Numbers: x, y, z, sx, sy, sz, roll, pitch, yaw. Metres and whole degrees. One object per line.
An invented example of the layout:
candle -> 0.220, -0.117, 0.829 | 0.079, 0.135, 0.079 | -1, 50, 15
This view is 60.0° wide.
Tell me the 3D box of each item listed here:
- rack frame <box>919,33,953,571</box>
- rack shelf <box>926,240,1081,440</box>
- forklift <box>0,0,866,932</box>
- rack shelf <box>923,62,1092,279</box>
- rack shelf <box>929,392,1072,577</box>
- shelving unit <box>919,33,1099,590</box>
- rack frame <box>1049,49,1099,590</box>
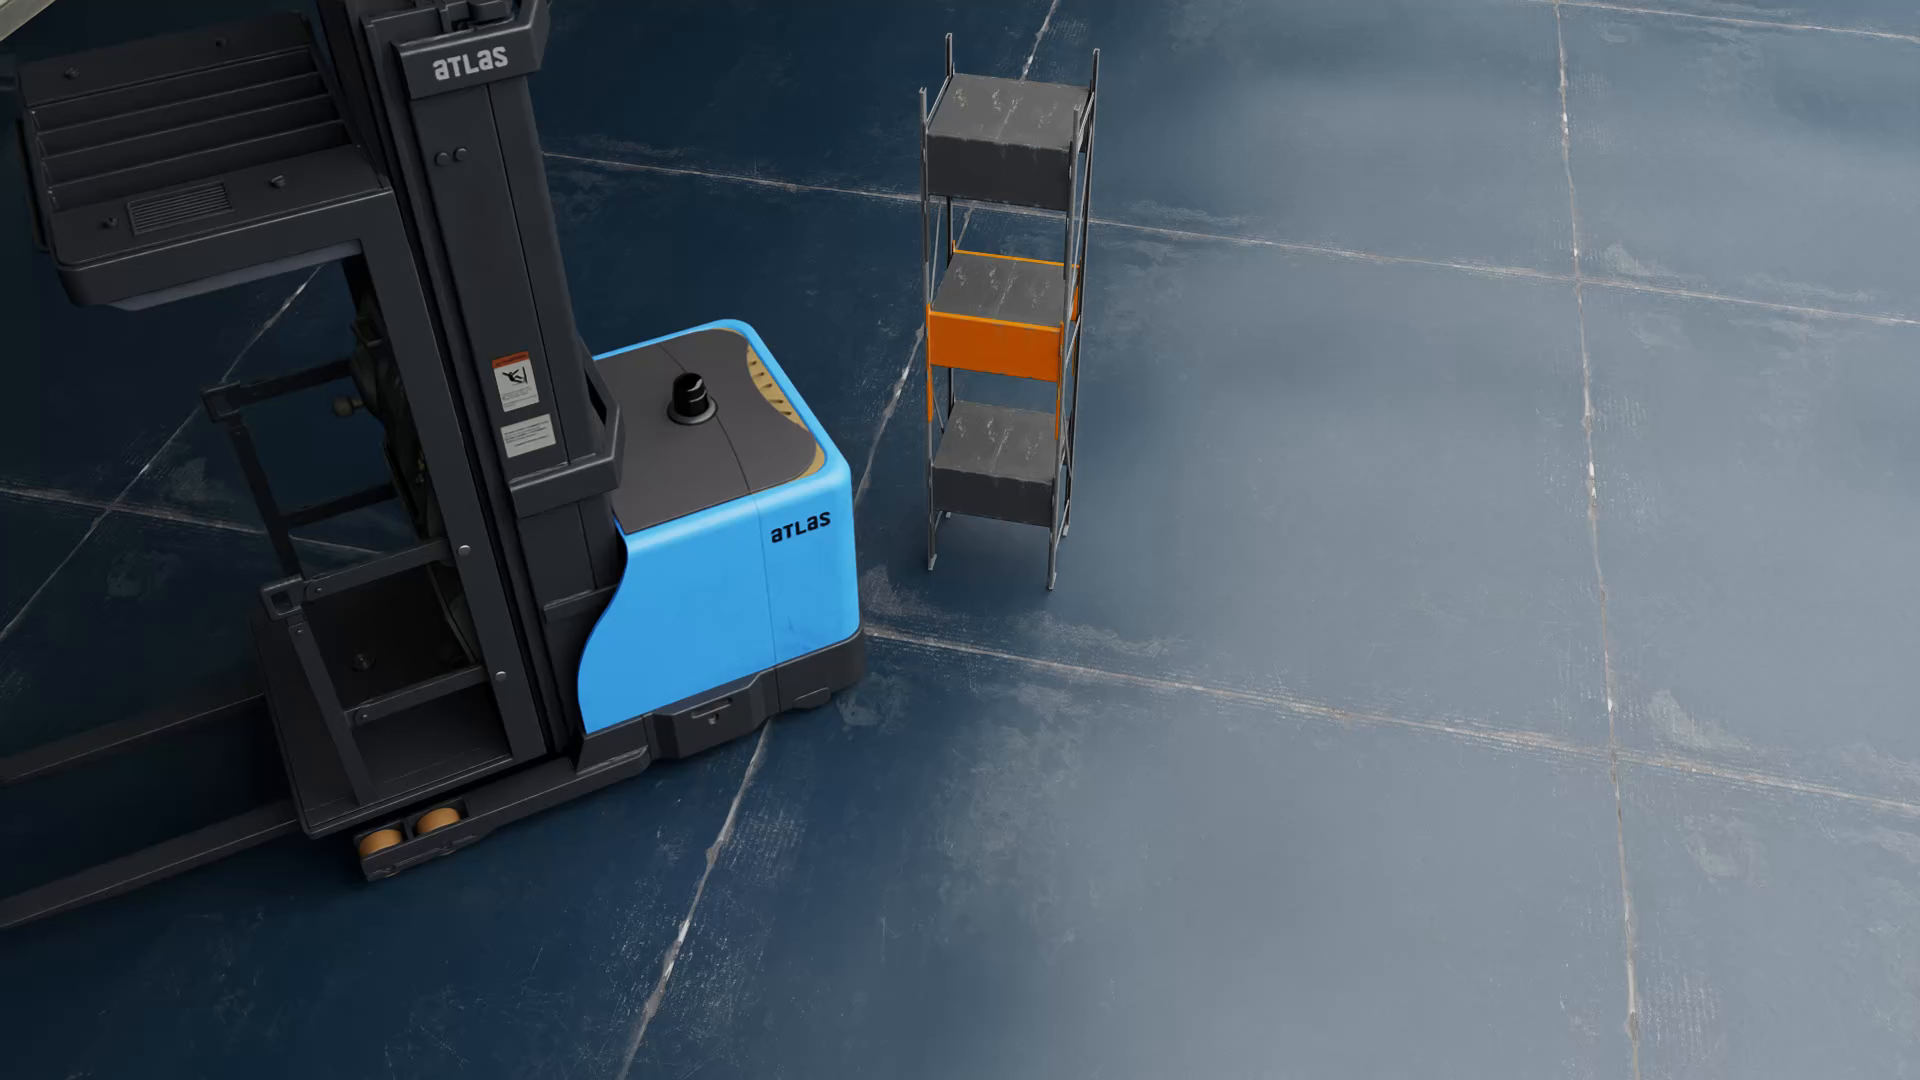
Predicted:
rack frame -> -0.077, -0.768, 6.034 | 0.015, 2.100, 0.400 | 9, 45, 9
rack shelf -> 0.162, -0.722, 6.005 | 0.480, 0.518, 0.431 | 9, 45, 9
forklift -> -1.898, -0.347, 4.997 | 3.031, 2.935, 1.130 | -20, 47, -19
rack shelf -> 0.162, -1.226, 5.520 | 0.480, 0.518, 0.431 | 9, 45, 9
rack shelf -> 0.162, -0.217, 6.491 | 0.480, 0.518, 0.431 | 9, 45, 9
shelving unit -> 0.162, -0.731, 5.996 | 0.503, 2.100, 0.431 | 9, 45, 9
rack frame -> 0.400, -0.694, 5.957 | 0.015, 2.100, 0.400 | 9, 45, 9
